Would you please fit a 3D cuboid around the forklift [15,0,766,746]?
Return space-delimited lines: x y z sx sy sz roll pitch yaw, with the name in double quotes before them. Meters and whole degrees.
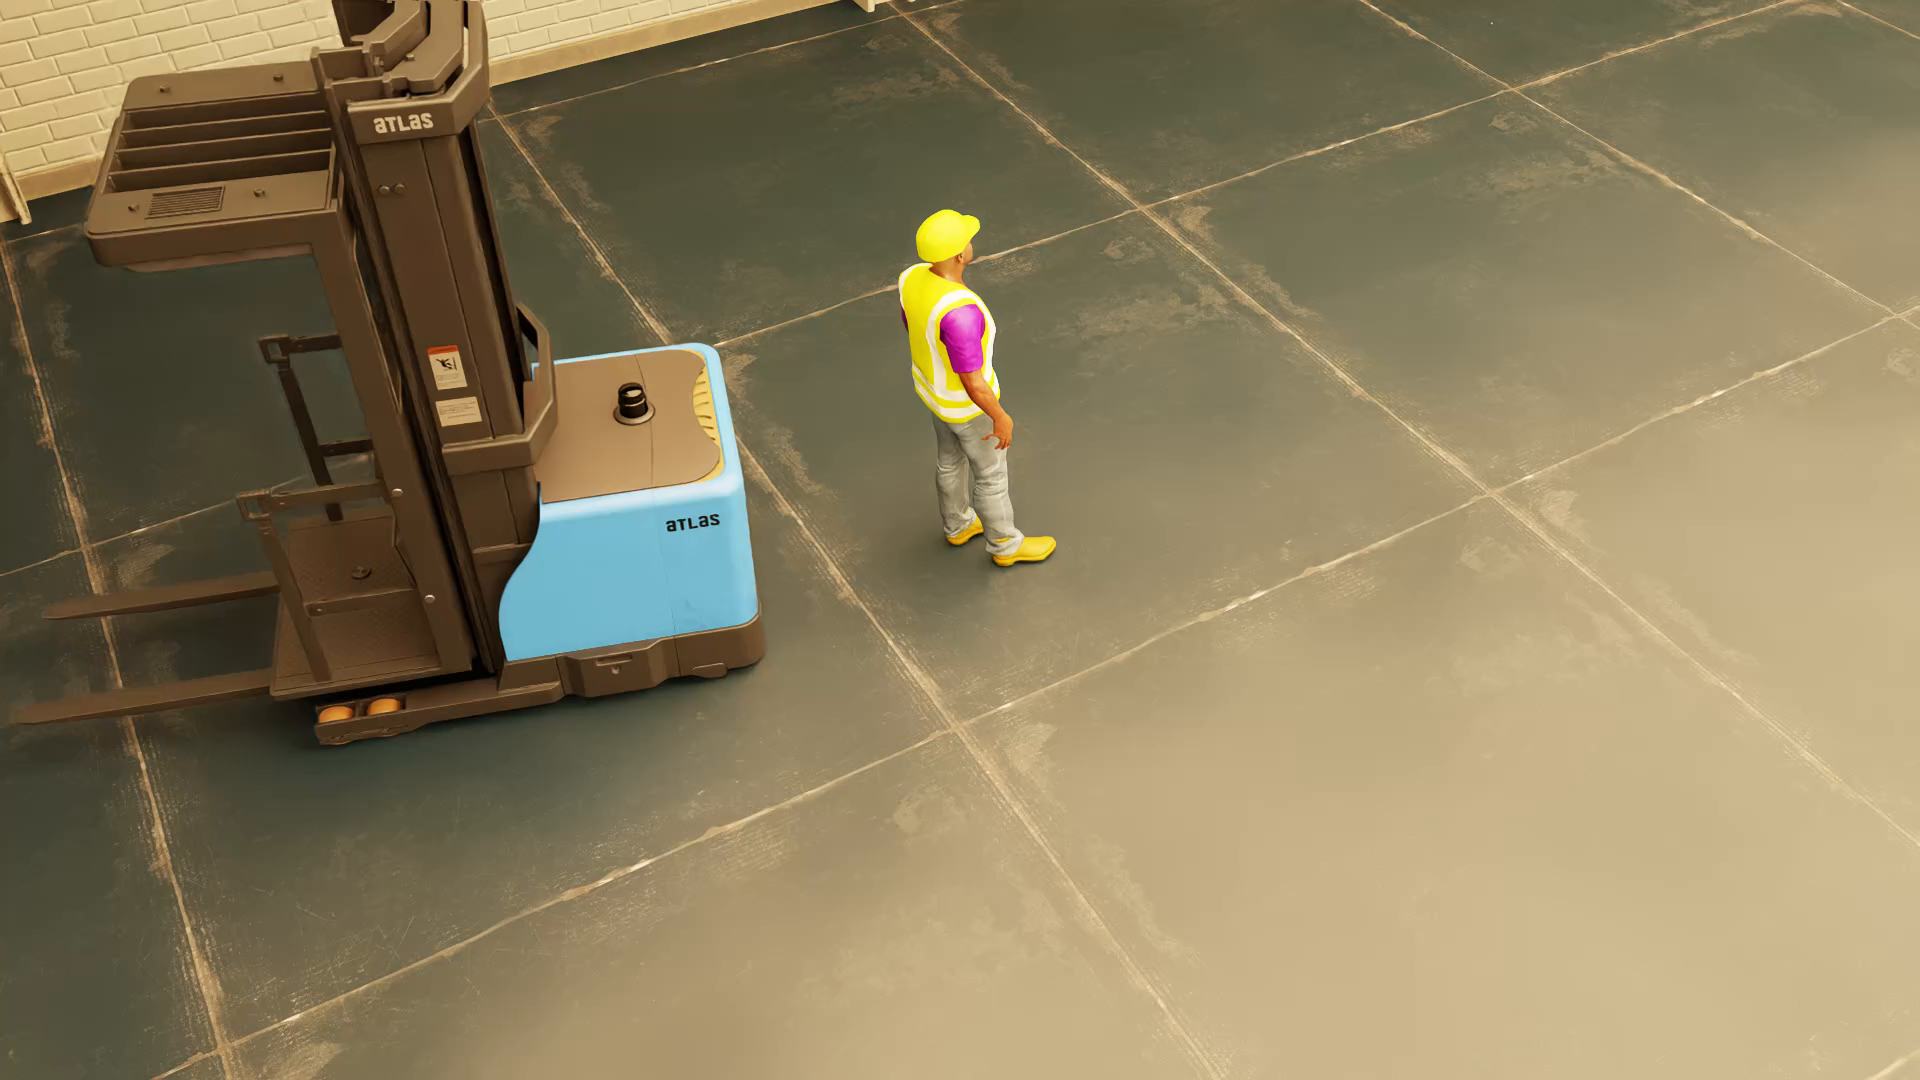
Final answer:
"forklift" -2.418 -0.618 6.364 3.031 2.935 1.130 -9 44 -9

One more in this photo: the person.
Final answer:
"person" 0.063 -0.673 7.269 0.577 1.765 0.666 -21 47 -21
